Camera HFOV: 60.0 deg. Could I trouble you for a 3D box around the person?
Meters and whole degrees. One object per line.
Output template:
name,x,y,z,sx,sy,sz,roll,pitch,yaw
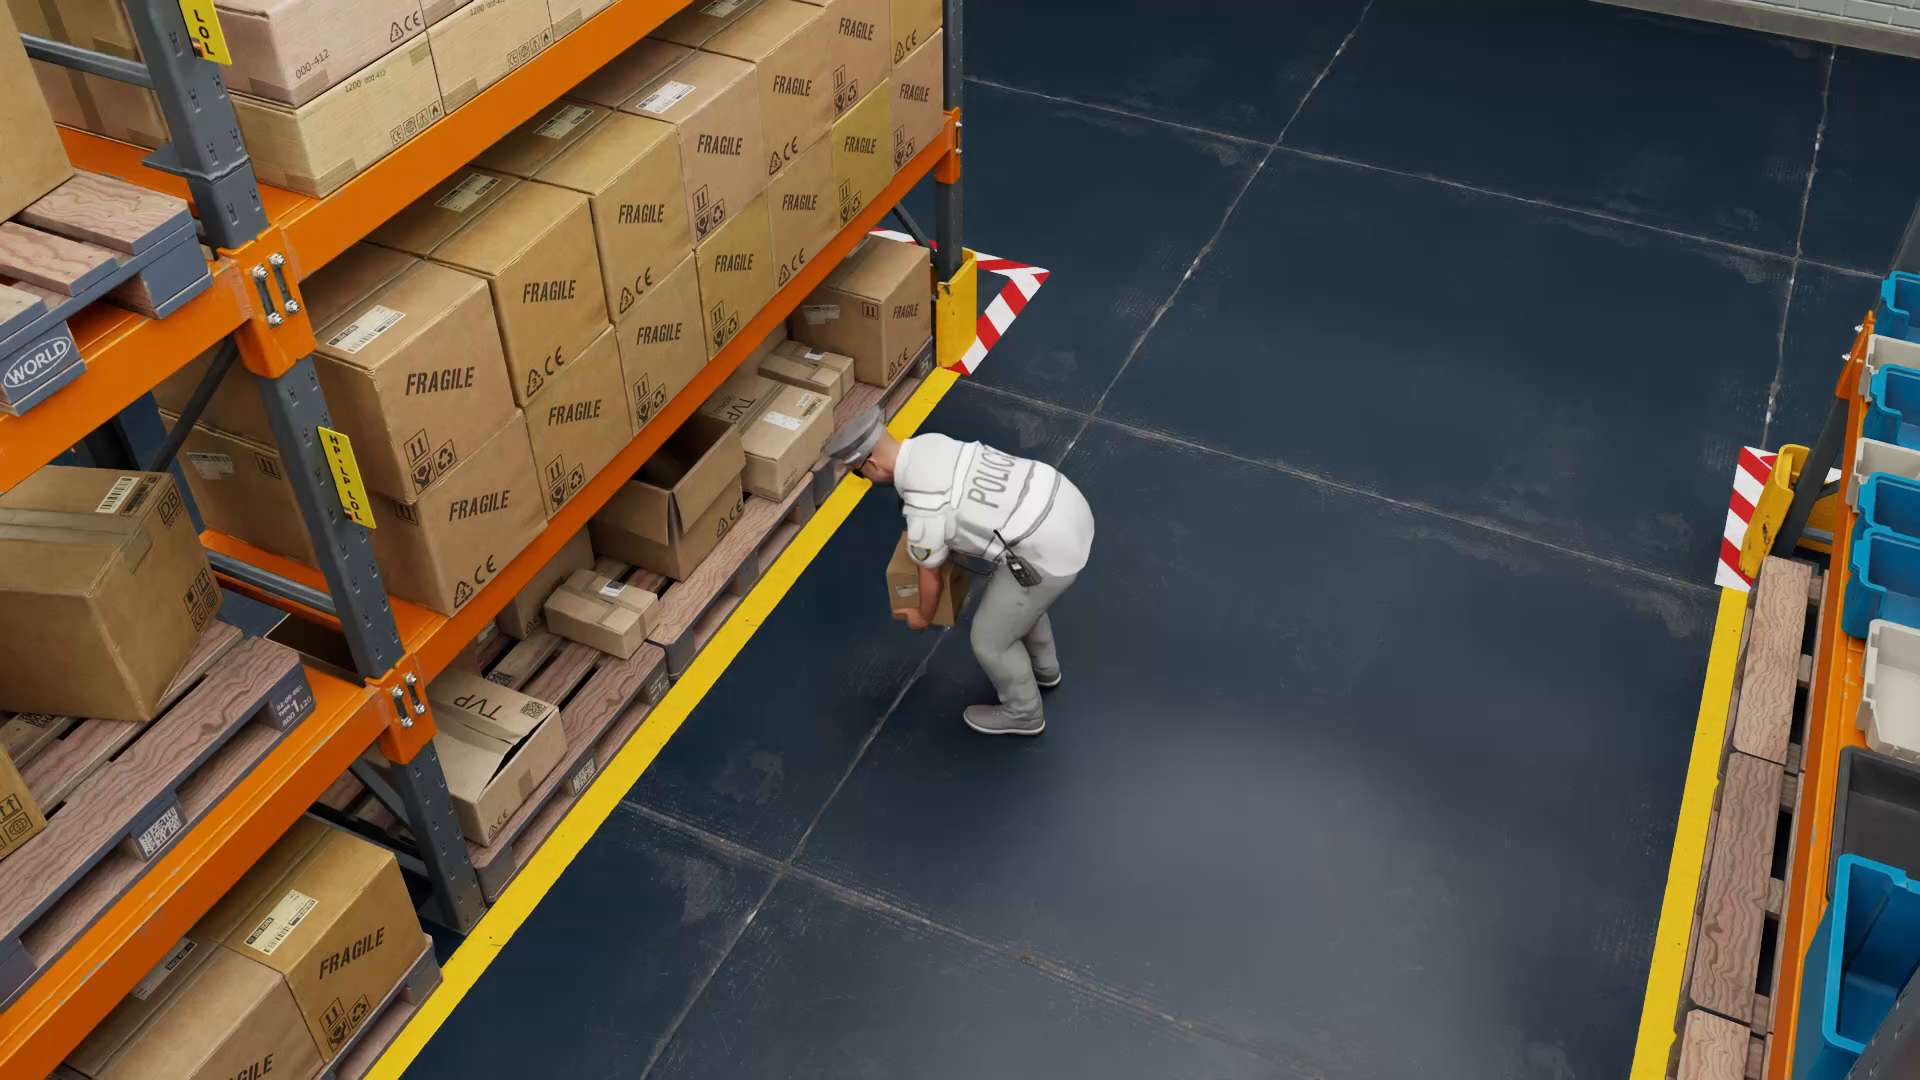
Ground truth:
person,-0.001,0.109,6.339,0.995,1.351,0.478,9,43,10
